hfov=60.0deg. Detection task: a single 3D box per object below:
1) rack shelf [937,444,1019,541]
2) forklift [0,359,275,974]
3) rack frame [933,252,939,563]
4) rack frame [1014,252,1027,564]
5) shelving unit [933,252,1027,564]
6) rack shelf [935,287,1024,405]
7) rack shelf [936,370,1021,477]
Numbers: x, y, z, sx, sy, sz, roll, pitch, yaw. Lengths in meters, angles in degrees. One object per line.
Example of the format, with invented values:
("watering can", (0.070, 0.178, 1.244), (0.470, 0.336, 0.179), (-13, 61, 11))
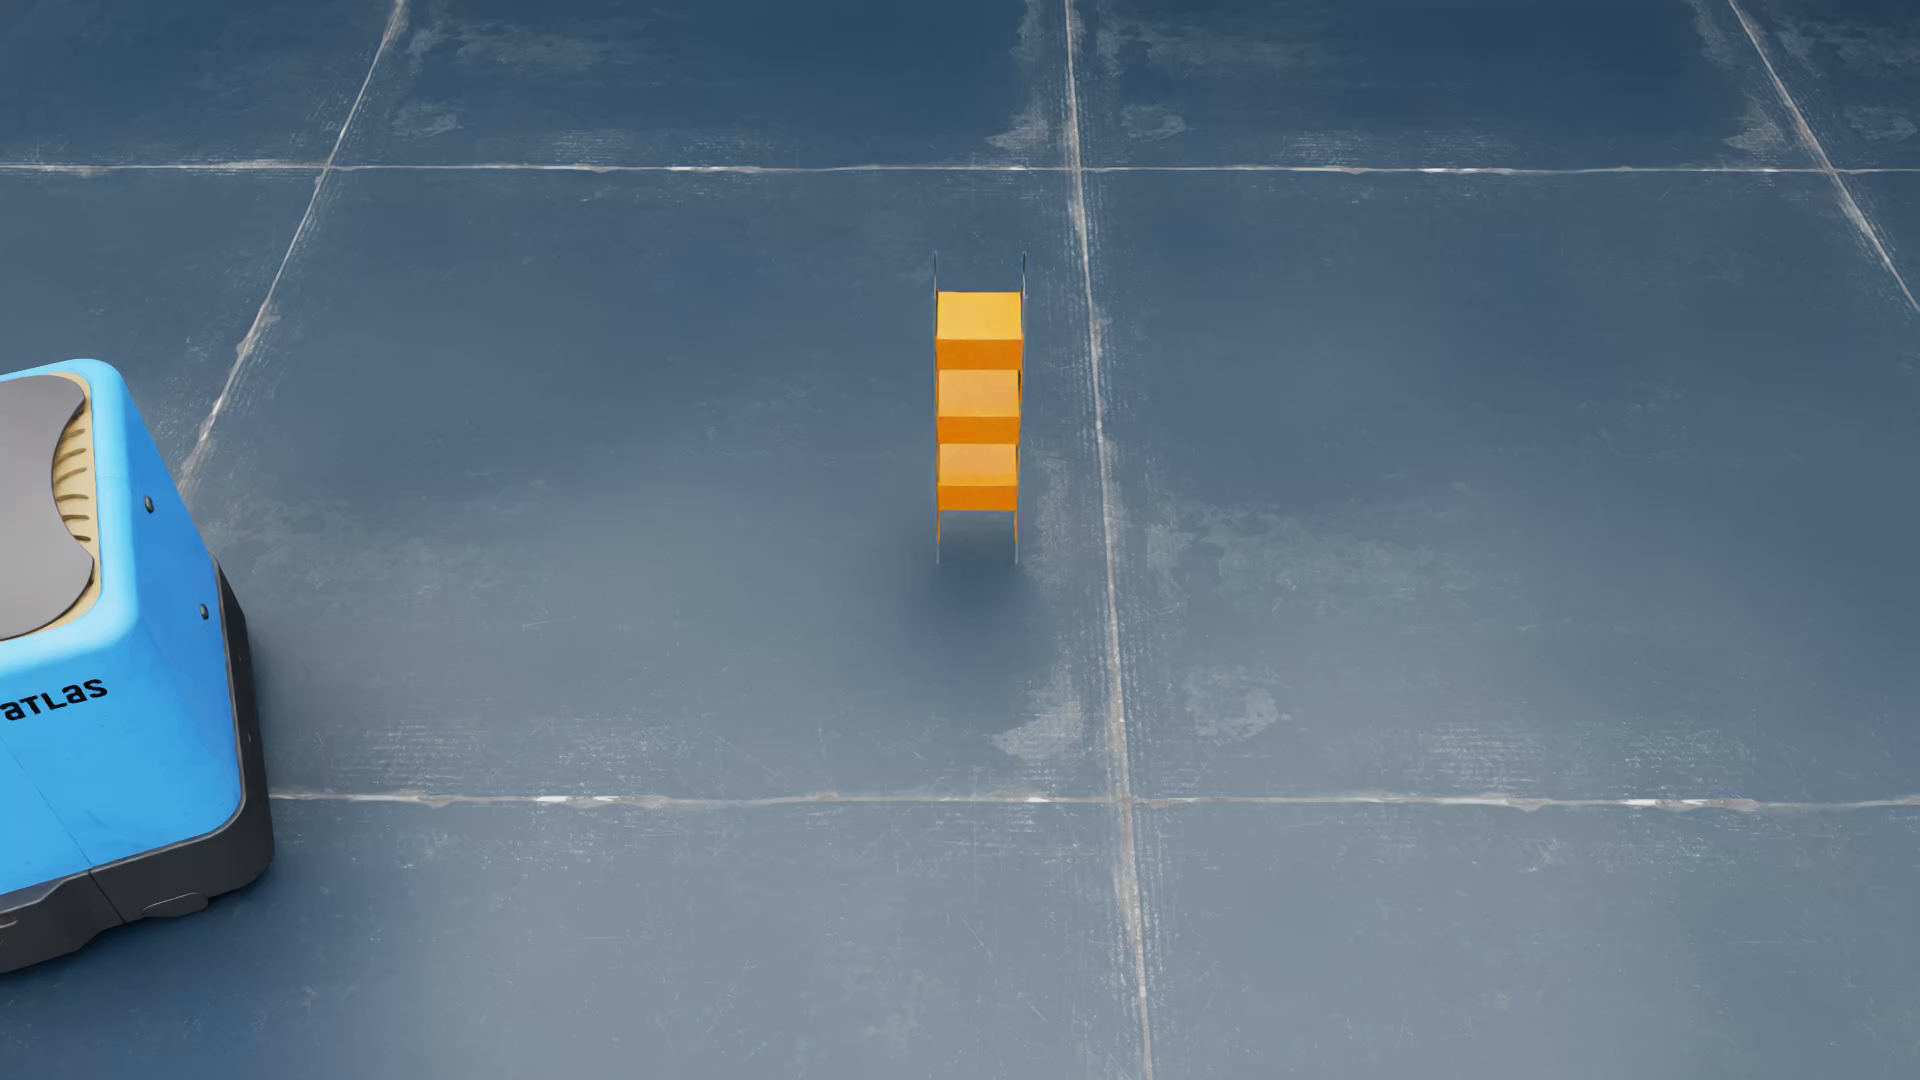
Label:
("rack shelf", (0.054, -0.161, 5.077), (0.240, 0.259, 0.215), (0, 47, 0))
("forklift", (-3.378, -0.025, 3.271), (3.031, 2.935, 1.130), (-16, 49, -14))
("rack frame", (-0.068, -0.358, 4.866), (0.008, 1.050, 0.200), (0, 47, 0))
("rack frame", (0.176, -0.357, 4.865), (0.008, 1.050, 0.200), (0, 47, 0))
("shelving unit", (0.054, -0.358, 4.866), (0.252, 1.050, 0.215), (0, 47, 0))
("rack shelf", (0.054, -0.544, 4.666), (0.240, 0.259, 0.215), (0, 47, 0))
("rack shelf", (0.054, -0.350, 4.873), (0.240, 0.259, 0.215), (0, 47, 0))
